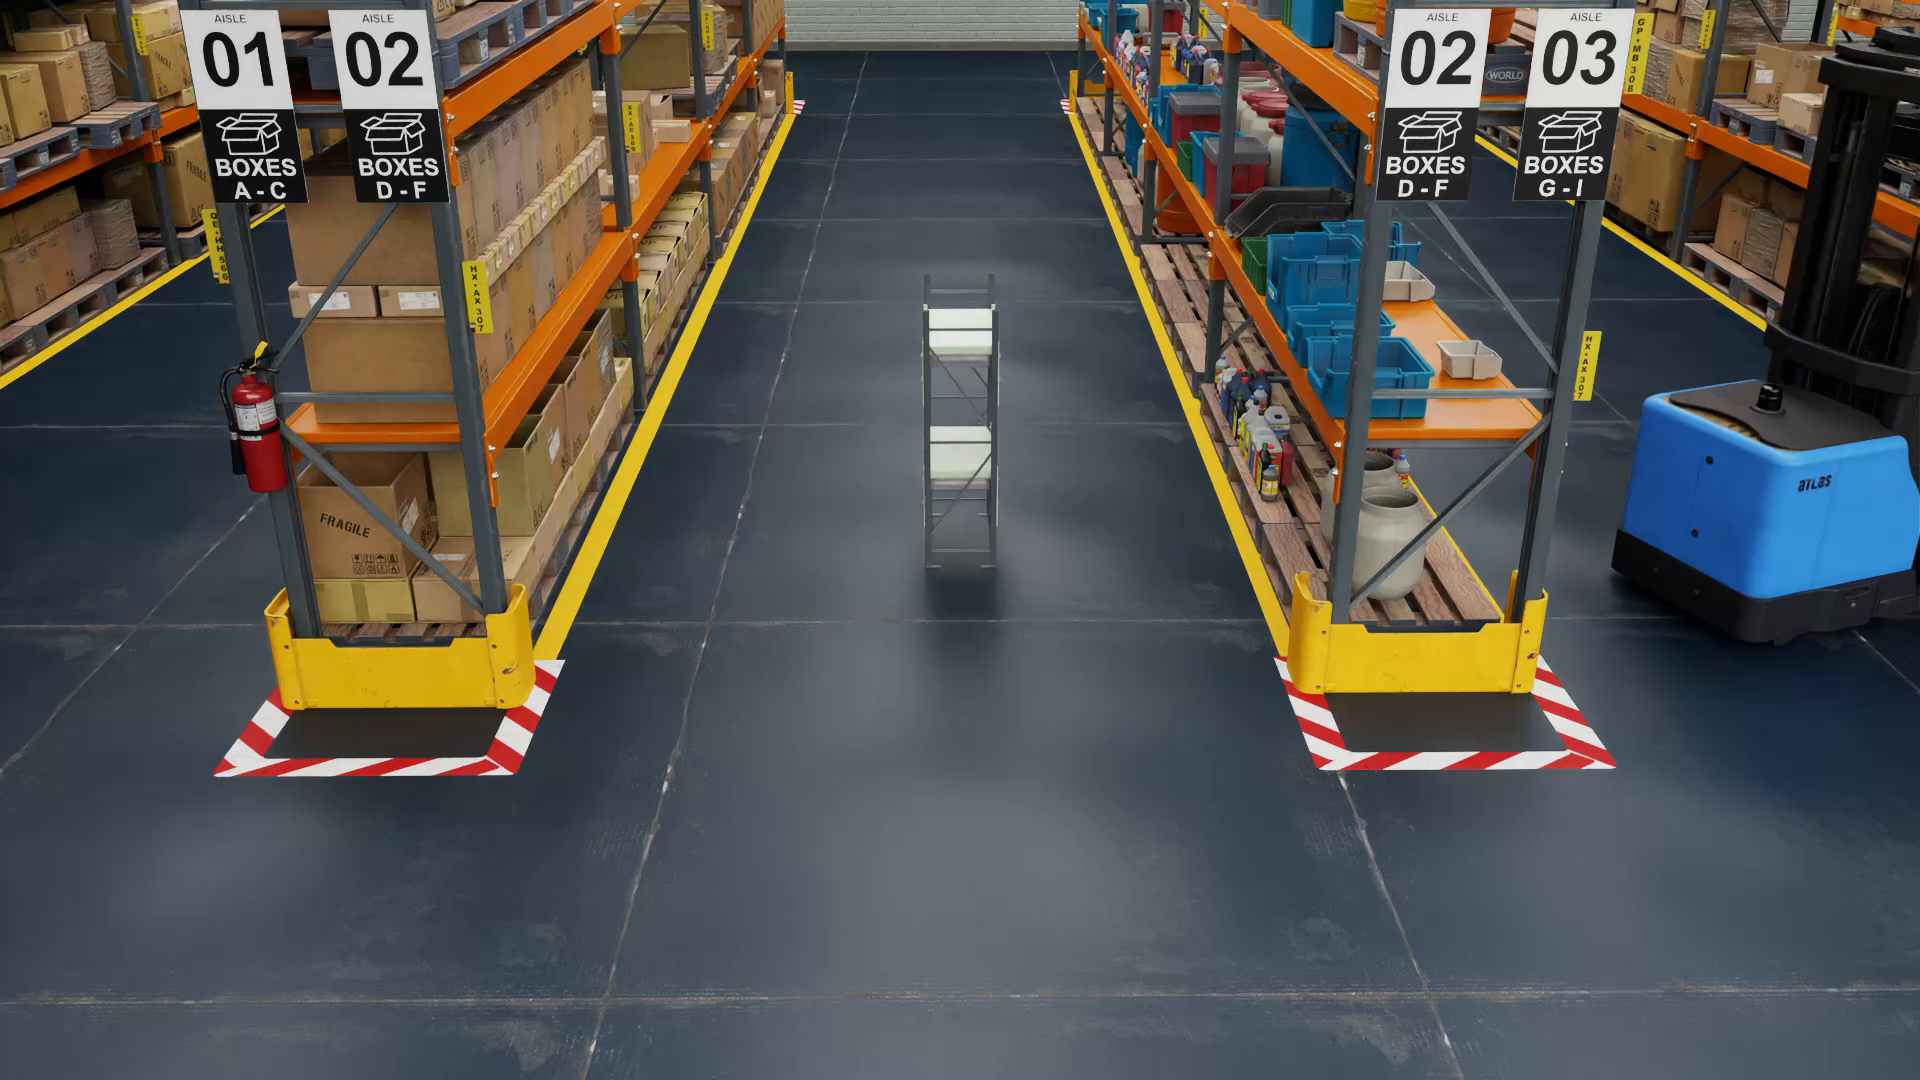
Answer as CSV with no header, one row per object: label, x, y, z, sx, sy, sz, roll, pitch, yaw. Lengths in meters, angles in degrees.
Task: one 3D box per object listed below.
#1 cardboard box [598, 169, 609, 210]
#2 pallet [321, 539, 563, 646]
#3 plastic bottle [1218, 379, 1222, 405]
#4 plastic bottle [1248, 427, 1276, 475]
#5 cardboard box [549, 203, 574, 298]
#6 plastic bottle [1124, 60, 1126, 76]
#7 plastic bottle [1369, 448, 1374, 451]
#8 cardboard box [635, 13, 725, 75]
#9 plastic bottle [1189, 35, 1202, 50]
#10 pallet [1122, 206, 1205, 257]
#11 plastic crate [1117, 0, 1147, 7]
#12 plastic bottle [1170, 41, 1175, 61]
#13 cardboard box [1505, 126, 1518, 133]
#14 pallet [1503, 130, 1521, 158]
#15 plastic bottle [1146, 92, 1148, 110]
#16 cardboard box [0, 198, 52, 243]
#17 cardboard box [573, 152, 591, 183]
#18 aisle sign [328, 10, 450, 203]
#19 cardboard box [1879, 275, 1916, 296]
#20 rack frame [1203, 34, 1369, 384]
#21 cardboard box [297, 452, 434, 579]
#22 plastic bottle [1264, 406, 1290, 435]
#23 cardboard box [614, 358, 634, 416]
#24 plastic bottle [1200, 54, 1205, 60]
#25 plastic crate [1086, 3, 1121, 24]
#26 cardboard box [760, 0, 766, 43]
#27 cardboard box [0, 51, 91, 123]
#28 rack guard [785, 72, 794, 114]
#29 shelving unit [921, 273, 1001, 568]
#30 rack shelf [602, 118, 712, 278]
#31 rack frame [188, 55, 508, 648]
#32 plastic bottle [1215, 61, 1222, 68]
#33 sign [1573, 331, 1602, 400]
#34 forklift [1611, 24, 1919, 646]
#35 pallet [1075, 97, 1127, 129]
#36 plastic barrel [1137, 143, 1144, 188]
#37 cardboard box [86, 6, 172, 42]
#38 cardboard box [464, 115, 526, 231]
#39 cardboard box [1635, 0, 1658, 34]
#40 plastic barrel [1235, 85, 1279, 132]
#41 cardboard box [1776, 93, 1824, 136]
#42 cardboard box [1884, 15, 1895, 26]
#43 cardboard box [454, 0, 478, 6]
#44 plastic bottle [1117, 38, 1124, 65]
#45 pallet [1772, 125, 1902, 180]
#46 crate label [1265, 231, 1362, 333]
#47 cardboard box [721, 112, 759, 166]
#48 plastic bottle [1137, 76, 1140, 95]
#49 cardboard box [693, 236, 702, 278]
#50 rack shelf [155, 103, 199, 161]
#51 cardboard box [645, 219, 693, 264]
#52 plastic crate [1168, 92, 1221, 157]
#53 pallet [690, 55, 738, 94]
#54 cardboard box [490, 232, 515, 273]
cardboard box,-2.773,-2.421,11.645,0.500,0.250,0.500,1,24,3
pallet,-2.730,0.317,8.792,1.003,0.211,1.213,0,24,-1
plastic bottle,1.797,-1.016,11.218,0.097,0.201,0.097,0,24,0
plastic bottle,1.838,-0.534,10.063,0.152,0.276,0.135,-1,24,-2
cardboard box,-2.699,-1.725,9.803,0.700,0.500,0.500,0,24,0
plastic bottle,1.750,-4.891,17.166,0.097,0.201,0.097,0,24,0
plastic bottle,2.559,-0.556,10.202,0.097,0.201,0.097,0,24,0
cardboard box,-2.706,-4.808,16.111,0.700,0.500,0.500,4,25,9
plastic bottle,2.482,-5.128,17.508,0.144,0.351,0.185,0,24,-1
pallet,2.136,-3.010,16.148,1.003,0.211,1.213,0,24,-1
plastic crate,2.289,-7.158,21.822,0.616,0.435,0.499,0,24,-1
plastic bottle,2.345,-5.344,18.167,0.097,0.201,0.097,0,24,0
cardboard box,7.158,-5.493,20.323,0.875,0.875,0.875,0,24,-1
pallet,7.165,-4.669,19.818,1.003,0.211,1.213,0,24,-1
plastic bottle,1.772,-4.077,15.367,0.097,0.201,0.097,0,24,0
cardboard box,-7.706,-2.571,13.383,0.500,0.250,0.500,0,24,-1
cardboard box,-2.500,-2.307,10.302,0.380,0.149,0.250,-1,24,-2
aisle sign,-2.373,-1.797,6.929,0.394,0.787,0.004,0,24,-1
cardboard box,7.197,-1.644,12.245,0.700,0.500,0.500,-2,24,-5
rack frame,2.230,-2.307,11.212,1.000,3.000,0.127,0,24,-1
cardboard box,-2.983,-0.138,8.333,0.500,0.500,0.500,0,24,-1
plastic bottle,1.978,-0.690,10.408,0.152,0.276,0.135,0,24,-1
cardboard box,-2.500,-1.035,11.226,0.500,0.250,0.500,0,24,-1
plastic bottle,2.453,-4.772,16.817,0.097,0.271,0.097,0,24,0
plastic crate,1.786,-6.557,20.739,0.416,0.233,0.300,0,24,-1
cardboard box,-2.553,-6.051,19.367,0.500,0.500,0.500,0,24,0
cardboard box,-7.672,-3.733,13.709,0.700,0.500,0.500,-3,24,-6
rack guard,-2.854,-6.061,22.545,1.175,0.500,0.348,0,24,-1
shelving unit,0.000,-0.681,9.435,0.431,1.500,0.755,0,24,-1
rack shelf,-2.745,-2.783,13.136,1.077,0.370,4.000,0,24,-1
rack frame,-2.680,-0.638,7.521,1.000,3.000,0.127,0,24,-1
plastic bottle,2.537,-4.559,16.331,0.061,0.283,0.133,0,24,-1
sign,2.823,-0.786,7.512,0.100,0.325,0.005,0,24,-1
forklift,5.189,-1.166,8.771,3.031,2.935,1.130,-9,26,-20
pallet,2.069,-5.642,21.968,1.003,0.211,1.213,0,24,-1
plastic barrel,2.056,-3.913,17.270,0.421,0.512,0.421,0,24,0
cardboard box,-7.468,-4.643,14.959,0.500,0.250,0.500,0,24,1
cardboard box,-2.690,-1.914,8.646,0.700,0.500,0.500,0,24,0
cardboard box,7.129,-5.327,16.549,0.797,0.503,0.637,1,24,1
plastic barrel,2.415,-3.410,13.514,0.421,0.512,0.421,0,24,0
cardboard box,6.927,-3.409,13.320,0.500,0.250,0.500,-1,24,-2
cardboard box,11.774,-6.470,20.720,0.380,0.149,0.250,-1,24,-2
cardboard box,-2.516,-2.631,7.913,0.380,0.149,0.250,0,24,-1
plastic bottle,1.742,-5.250,17.873,0.097,0.271,0.097,0,24,0
pallet,7.201,-3.075,13.142,1.003,0.211,1.213,0,24,-1
crate label,1.983,-1.432,9.234,0.502,0.435,0.616,0,24,-1
cardboard box,-2.519,-4.443,18.432,0.500,0.500,0.500,0,24,-1
plastic bottle,1.763,-4.413,16.109,0.097,0.201,0.097,0,24,0
cardboard box,-2.508,-2.445,14.344,0.500,0.250,0.500,-1,24,-1
rack shelf,-7.742,-4.407,16.728,1.077,0.370,4.000,0,24,-1
cardboard box,-2.500,-2.492,13.767,0.500,0.311,0.500,0,24,-1
plastic crate,1.898,-3.317,13.367,0.402,0.464,0.583,0,24,-1
pallet,-2.793,-4.649,16.621,1.003,0.211,1.213,0,24,-1
cardboard box,-2.476,-1.458,8.425,0.380,0.149,0.250,-1,24,-1
